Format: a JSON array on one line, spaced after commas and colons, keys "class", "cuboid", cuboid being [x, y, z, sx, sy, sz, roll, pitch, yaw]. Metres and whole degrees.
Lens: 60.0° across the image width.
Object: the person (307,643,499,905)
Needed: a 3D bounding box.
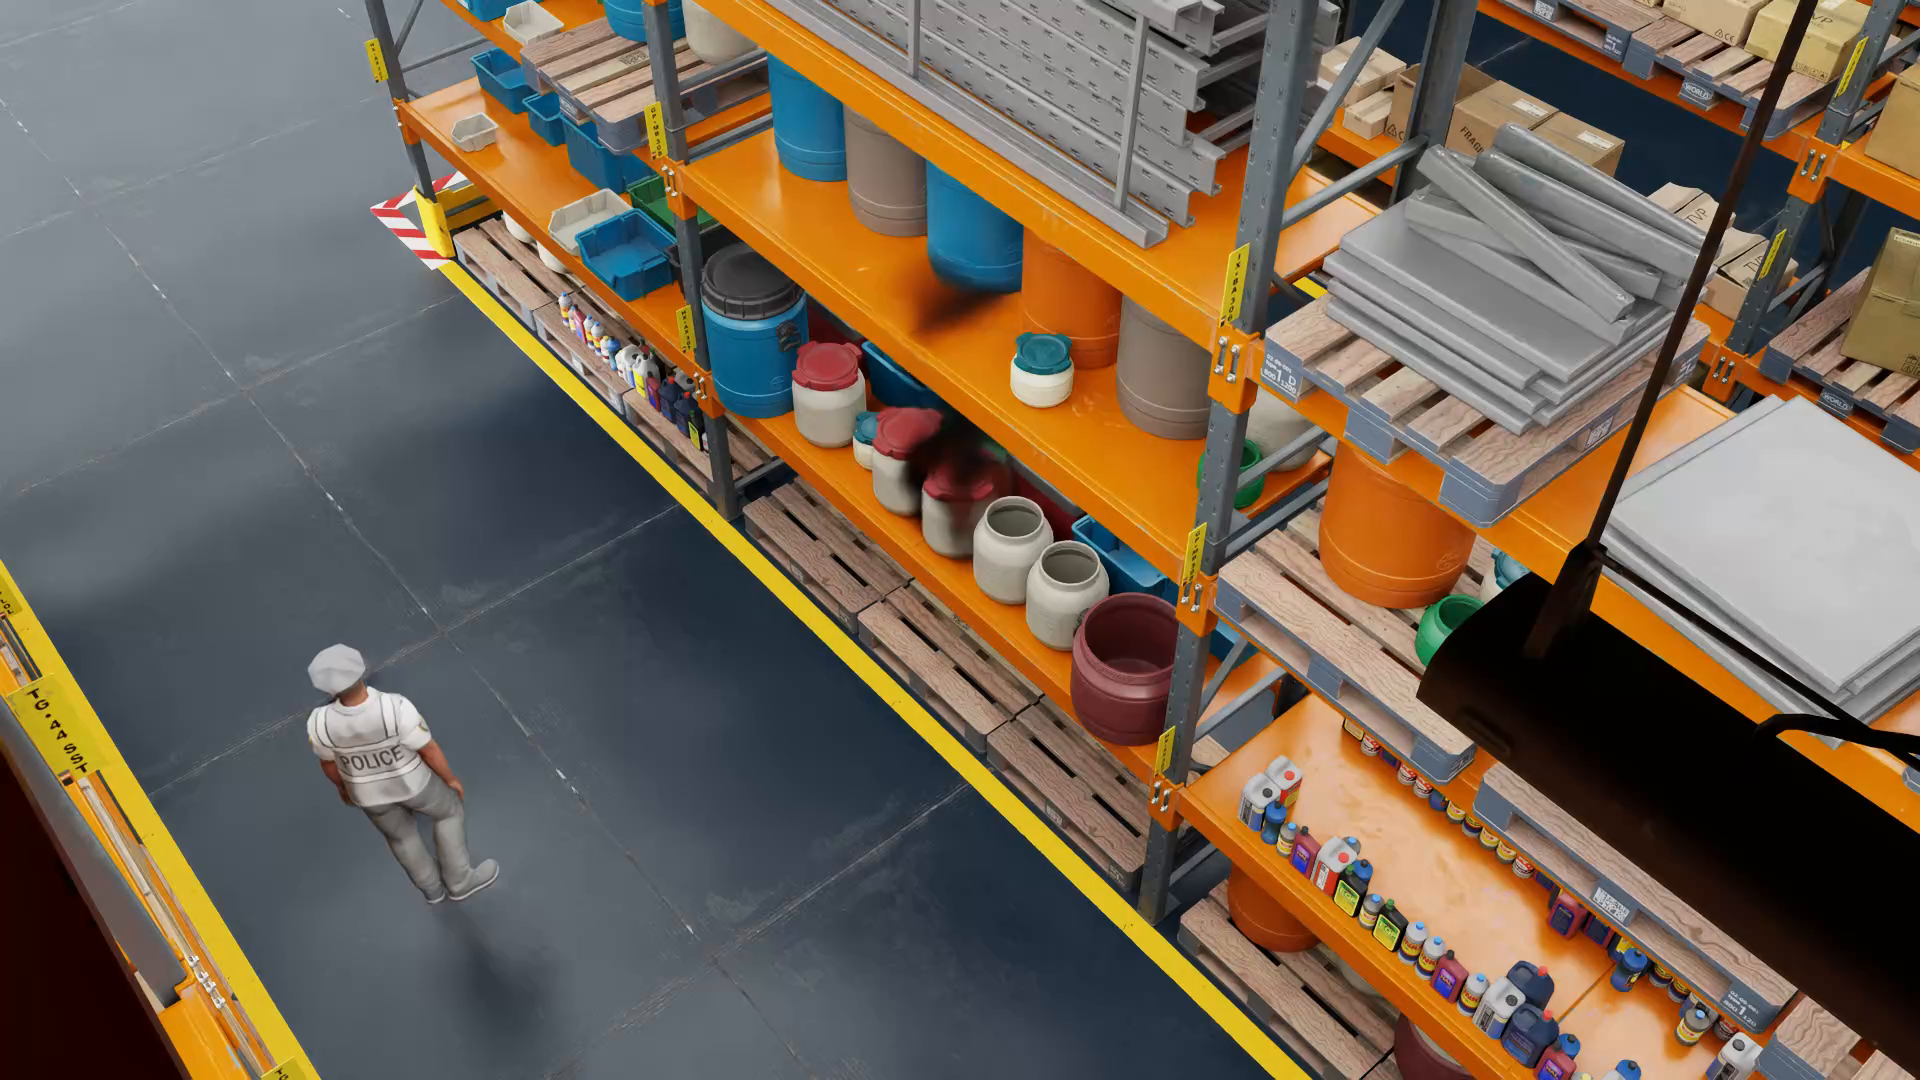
[{"class": "person", "cuboid": [-2.779, 1.211, 8.244, 0.642, 1.788, 0.486, -9, 47, -8]}]
